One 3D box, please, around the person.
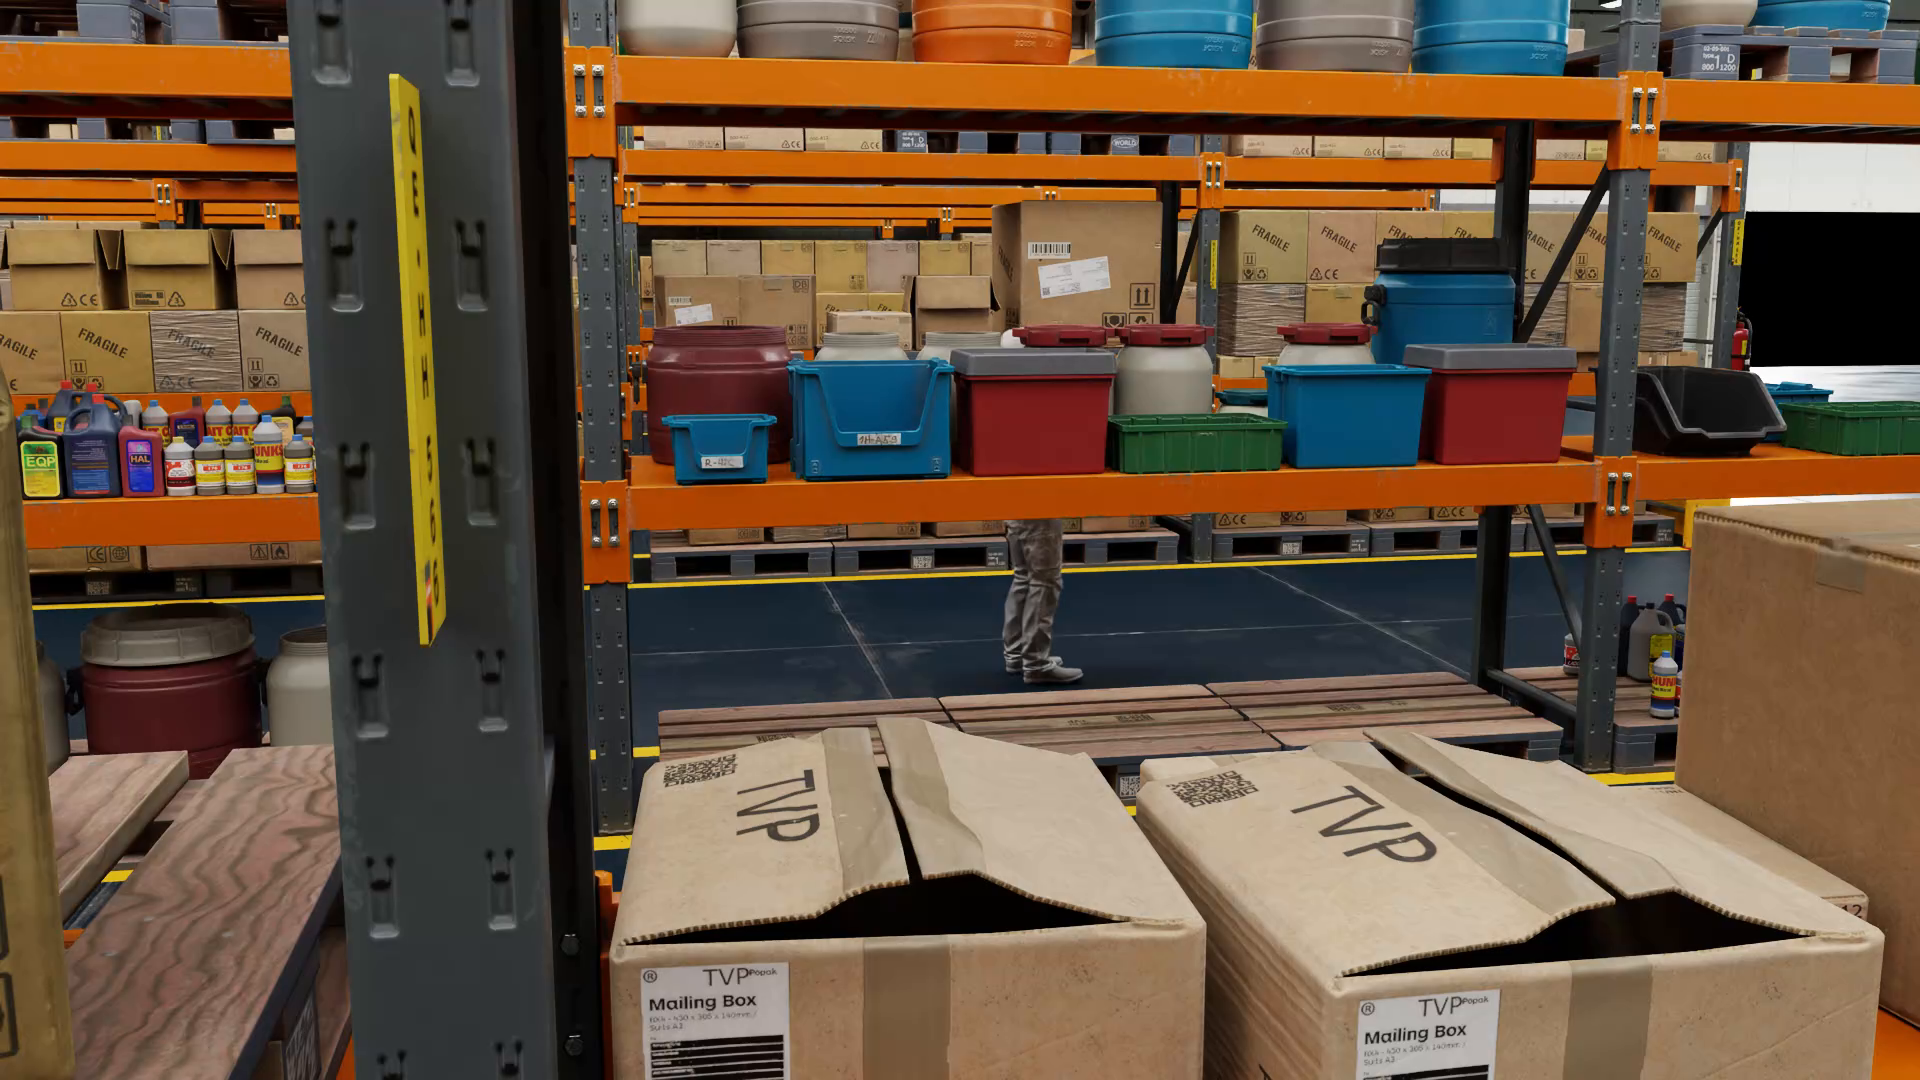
[{"bbox_3d":[0.449,-0.179,8.399,0.579,1.782,0.494,-2,10,-11],"label":"person"}]
